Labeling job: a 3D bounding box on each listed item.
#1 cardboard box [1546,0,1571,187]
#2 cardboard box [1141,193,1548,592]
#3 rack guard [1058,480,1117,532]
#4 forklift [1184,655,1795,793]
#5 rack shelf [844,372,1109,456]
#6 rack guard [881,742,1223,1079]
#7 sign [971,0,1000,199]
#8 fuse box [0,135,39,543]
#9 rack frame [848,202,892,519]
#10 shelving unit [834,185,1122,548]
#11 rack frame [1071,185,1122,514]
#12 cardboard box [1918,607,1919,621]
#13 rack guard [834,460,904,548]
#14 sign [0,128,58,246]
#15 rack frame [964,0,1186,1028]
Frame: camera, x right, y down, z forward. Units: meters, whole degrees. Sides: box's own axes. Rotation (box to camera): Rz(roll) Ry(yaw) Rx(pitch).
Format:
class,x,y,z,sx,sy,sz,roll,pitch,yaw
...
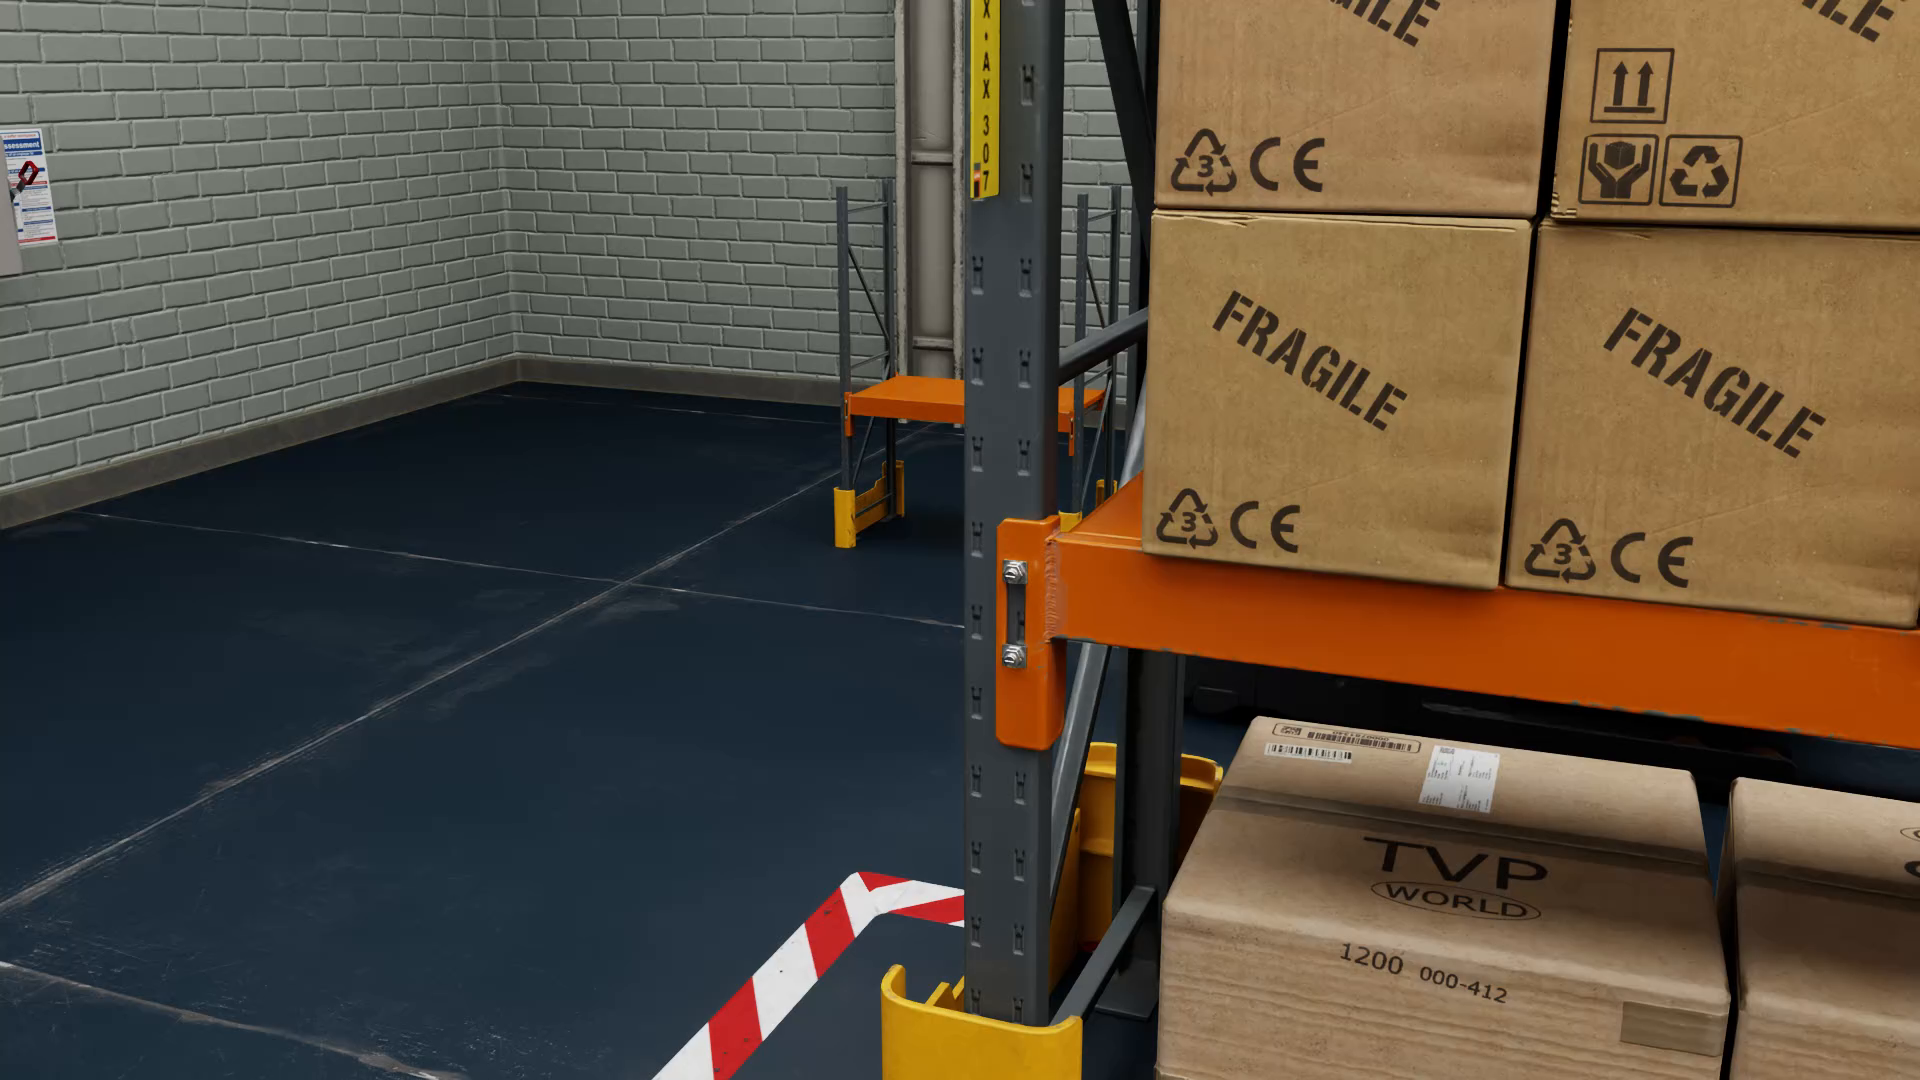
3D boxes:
class,x,y,z,sx,sy,sz,roll,pitch,yaw
cardboard box,0.780,-0.873,2.829,0.500,0.500,0.500,7,18,22
cardboard box,0.586,-0.257,2.500,0.500,0.500,0.500,6,17,20
rack guard,0.534,-0.061,6.936,0.087,0.250,0.587,6,17,21
forklift,2.162,-0.832,4.782,3.031,2.935,1.130,7,18,22
rack shelf,0.079,-0.539,6.985,1.000,0.185,0.538,6,17,21
rack guard,0.222,0.865,3.297,0.348,0.500,1.175,6,17,21
sign,0.035,-0.643,2.314,0.005,0.325,0.100,6,17,21
fuse box,-4.103,-0.815,6.911,0.414,1.711,0.539,6,17,21
rack frame,-0.393,-0.764,7.115,0.013,1.308,0.475,6,17,21
shelving unit,0.071,-0.712,6.938,1.083,1.500,0.587,6,17,21
rack frame,0.552,-0.660,6.755,0.032,1.500,0.500,6,17,21
cardboard box,1.533,-0.156,2.151,0.500,0.500,0.500,6,17,20
rack guard,-0.392,-0.163,7.287,0.087,0.250,0.587,6,17,21
sign,-4.114,-1.537,7.258,0.001,0.494,0.329,6,17,21
rack frame,0.244,-0.333,2.940,0.127,3.000,1.000,6,17,21
